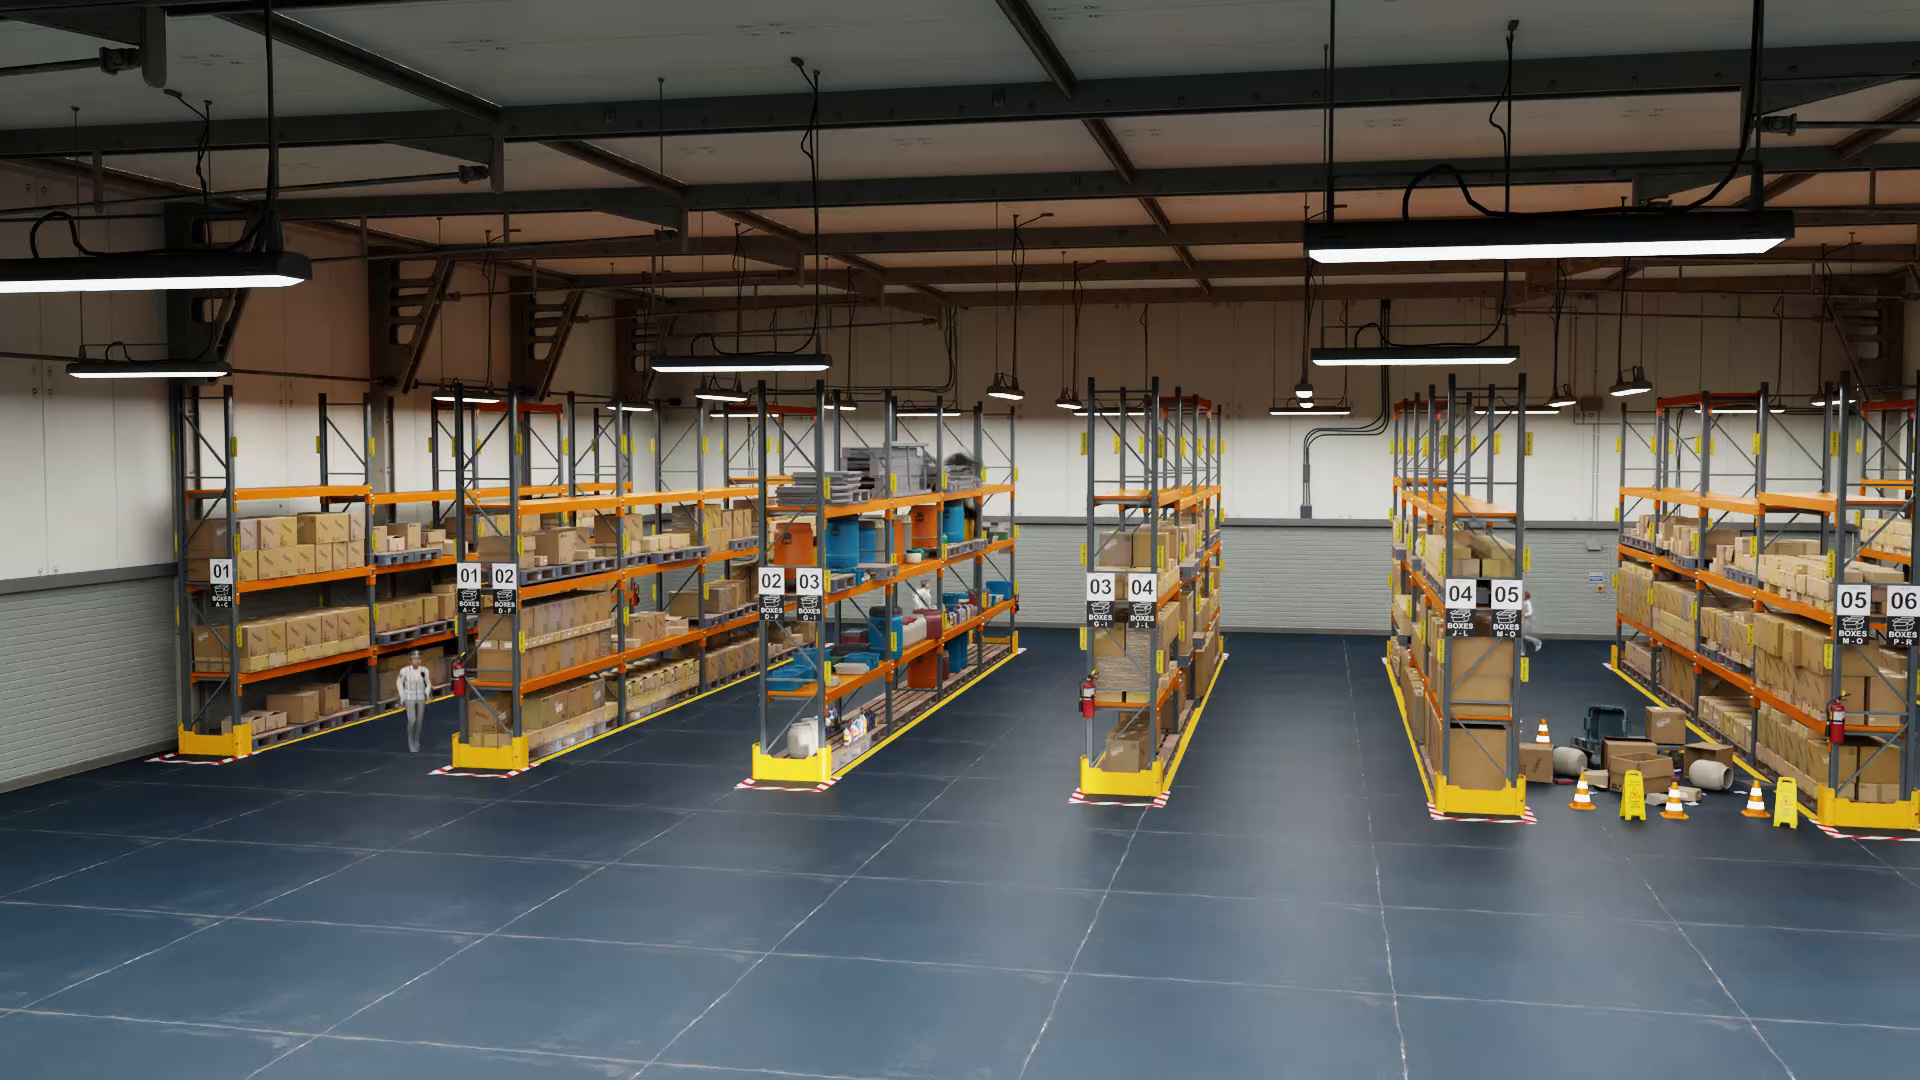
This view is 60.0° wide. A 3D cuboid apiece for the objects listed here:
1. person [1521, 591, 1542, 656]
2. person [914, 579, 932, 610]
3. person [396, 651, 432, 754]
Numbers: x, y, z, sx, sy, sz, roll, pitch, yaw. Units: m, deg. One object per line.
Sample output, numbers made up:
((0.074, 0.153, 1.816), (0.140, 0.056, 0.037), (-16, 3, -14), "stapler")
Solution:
((13.572, 1.993, 39.795), (0.676, 1.562, 0.536), (0, 3, -2), "person")
((-0.957, 1.800, 43.178), (0.506, 1.592, 0.720), (2, 4, 38), "person")
((-8.941, 2.650, 27.295), (0.517, 1.706, 0.778), (-2, 4, -32), "person")
